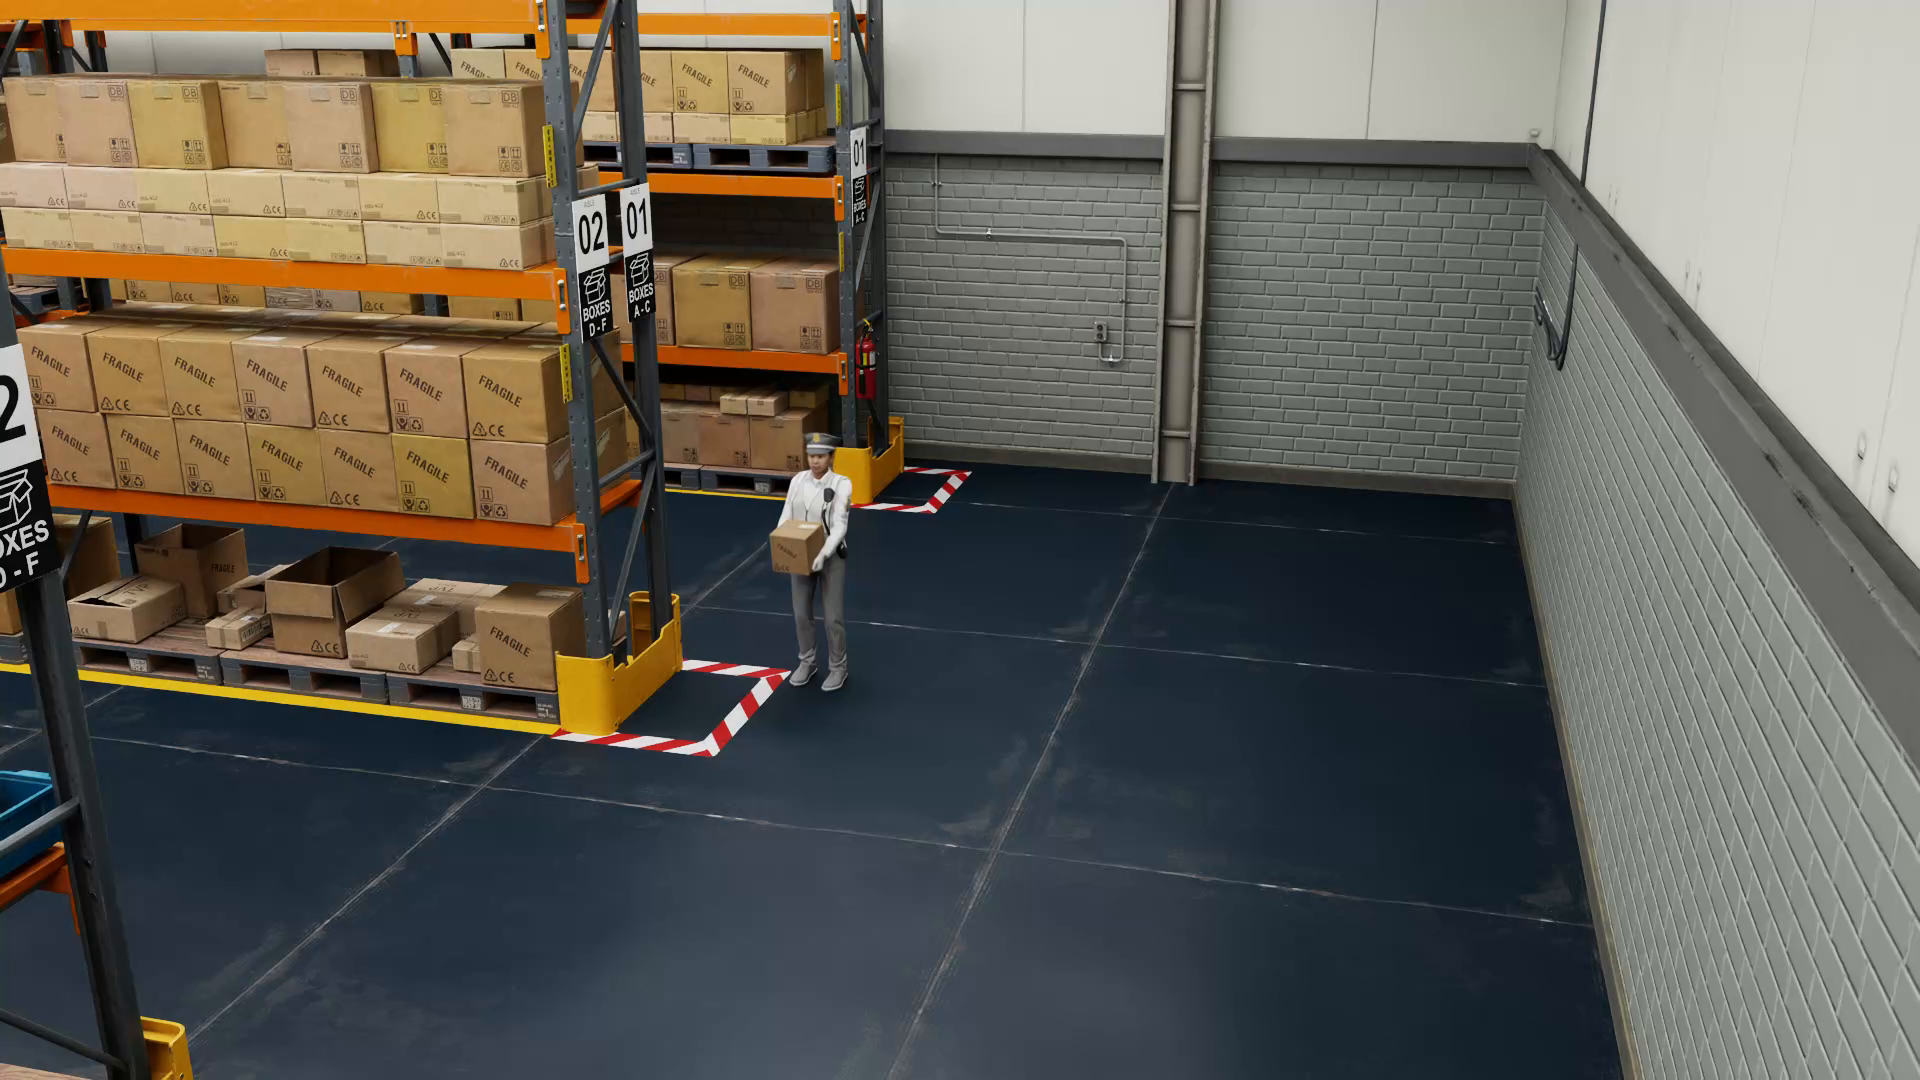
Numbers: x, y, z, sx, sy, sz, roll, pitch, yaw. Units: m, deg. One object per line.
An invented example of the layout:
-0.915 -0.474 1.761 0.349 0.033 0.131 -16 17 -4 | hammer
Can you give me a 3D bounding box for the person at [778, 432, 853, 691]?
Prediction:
-0.939 0.142 10.597 0.459 1.688 0.543 7 20 20 | person
